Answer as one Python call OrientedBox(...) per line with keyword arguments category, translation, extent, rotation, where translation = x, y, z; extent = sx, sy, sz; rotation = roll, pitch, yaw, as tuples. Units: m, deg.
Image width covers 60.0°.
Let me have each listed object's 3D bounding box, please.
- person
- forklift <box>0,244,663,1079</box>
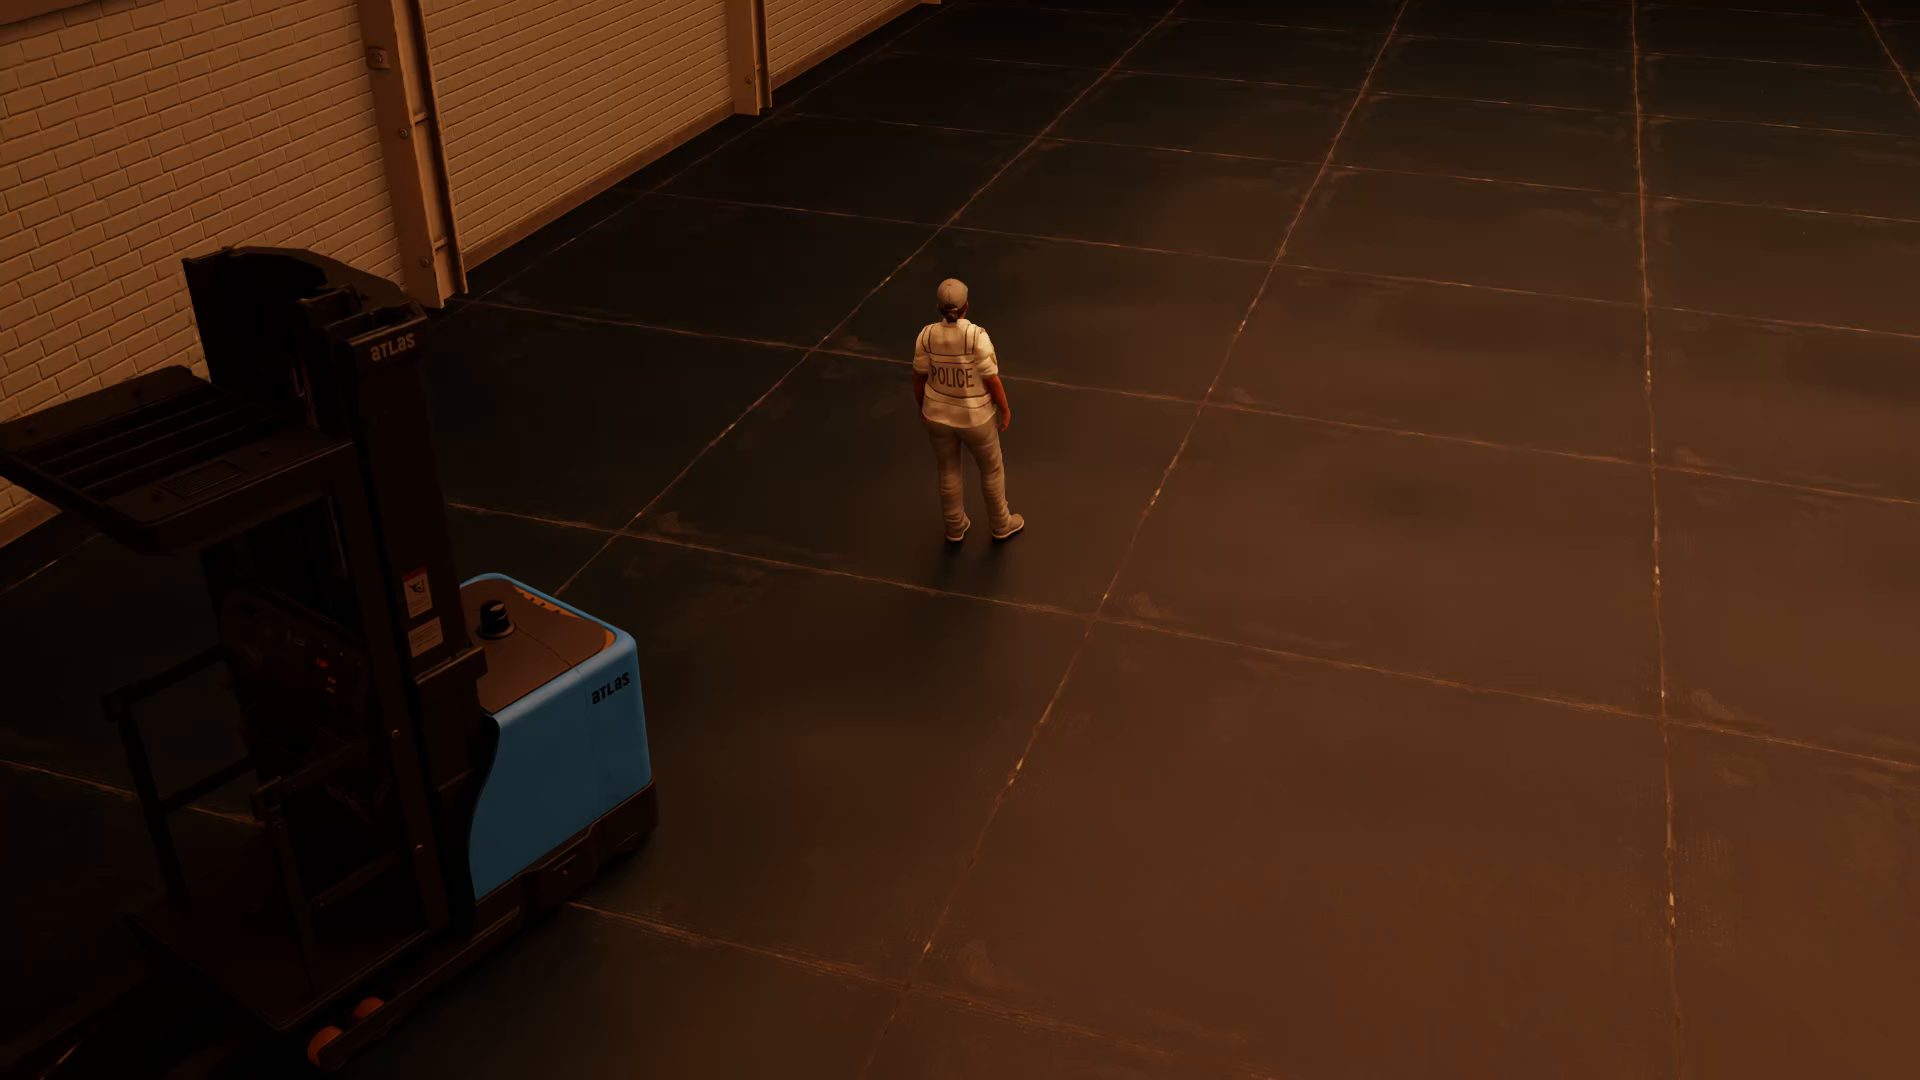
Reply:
OrientedBox(category="person", translation=(0.046, -0.763, 9.736), extent=(0.598, 1.670, 0.529), rotation=(10, 31, 16))
OrientedBox(category="forklift", translation=(-2.662, 0.505, 6.251), extent=(1.130, 2.935, 3.031), rotation=(20, 36, 32))
